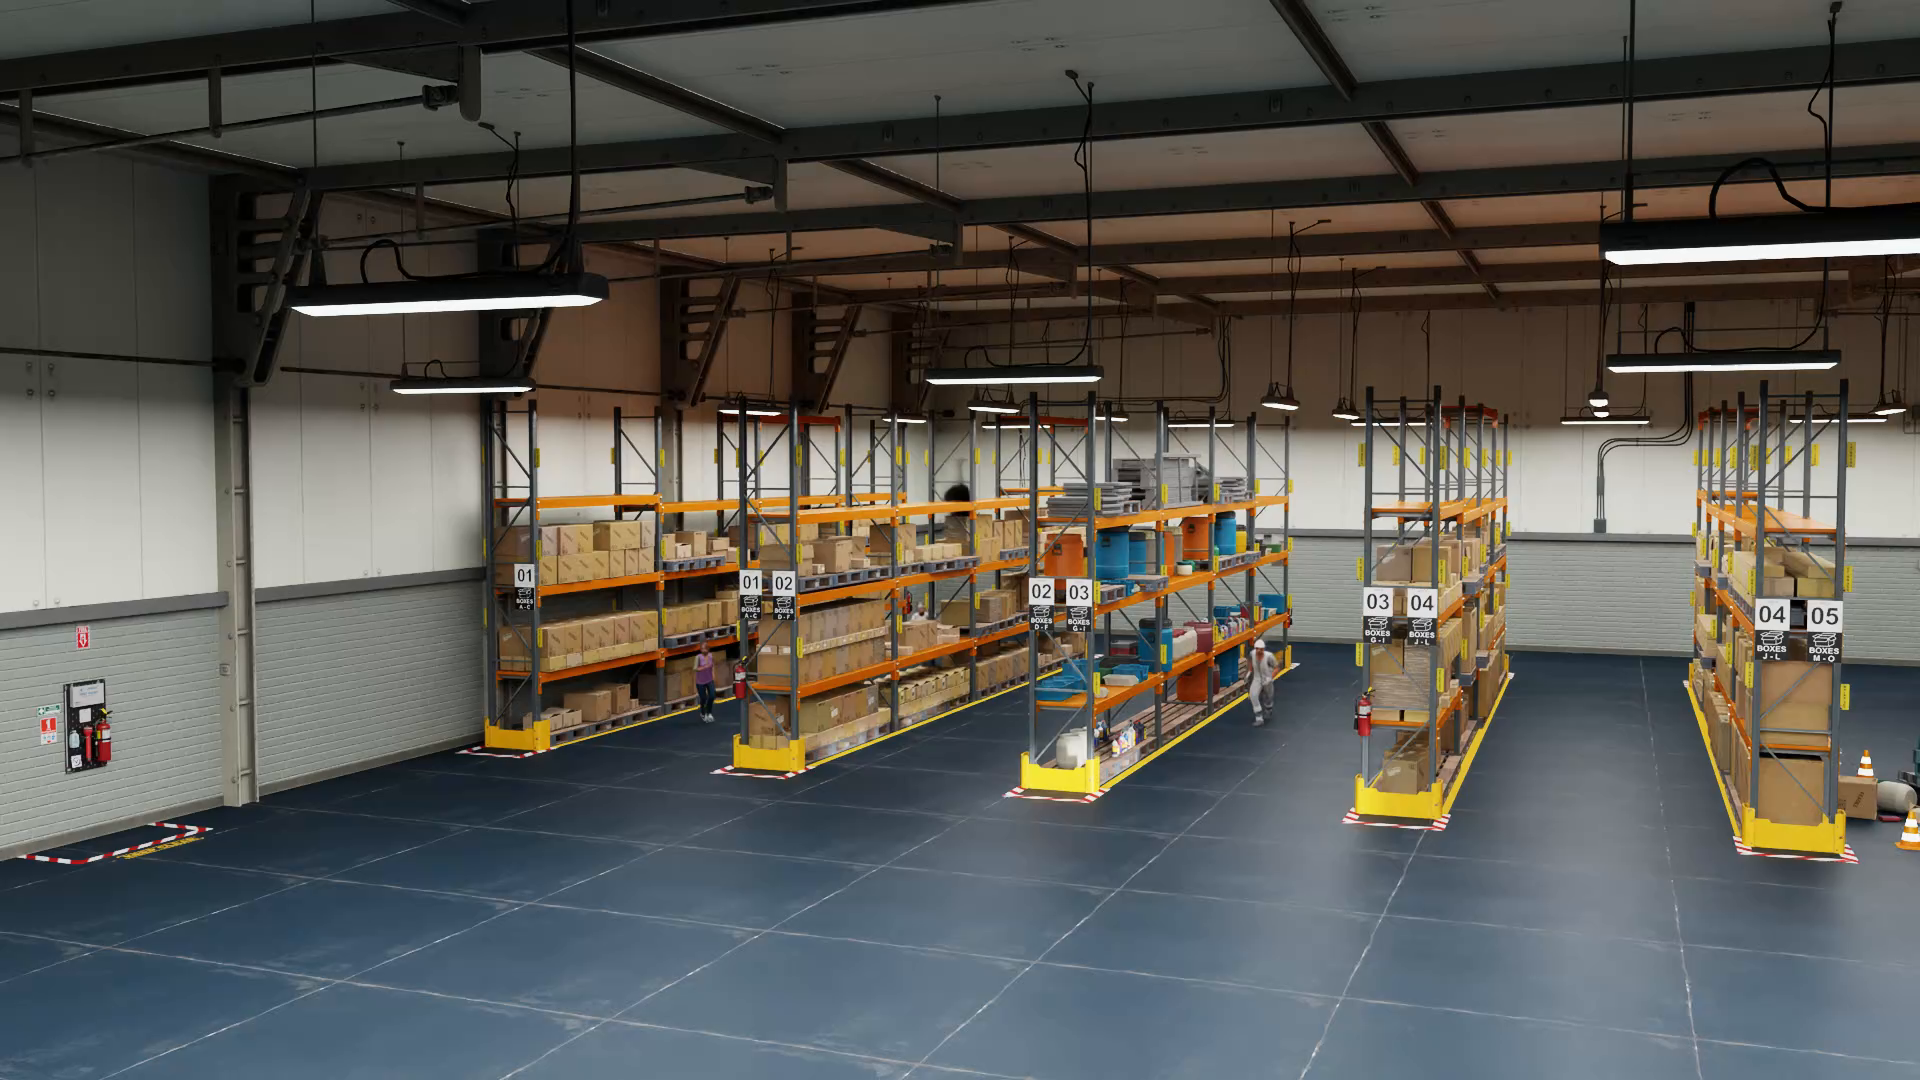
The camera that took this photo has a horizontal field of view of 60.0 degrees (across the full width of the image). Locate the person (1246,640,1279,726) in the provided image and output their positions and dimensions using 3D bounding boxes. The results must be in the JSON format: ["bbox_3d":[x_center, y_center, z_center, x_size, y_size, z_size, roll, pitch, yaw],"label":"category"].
[{"bbox_3d":[5.710,2.637,31.176,0.677,1.623,1.102,1,3,28],"label":"person"}]

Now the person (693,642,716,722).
[{"bbox_3d":[-4.823,2.683,31.327,0.495,1.557,0.805,-1,3,-21],"label":"person"}]

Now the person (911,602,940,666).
[{"bbox_3d":[-0.824,2.258,38.688,0.677,1.676,0.919,1,3,12],"label":"person"}]
